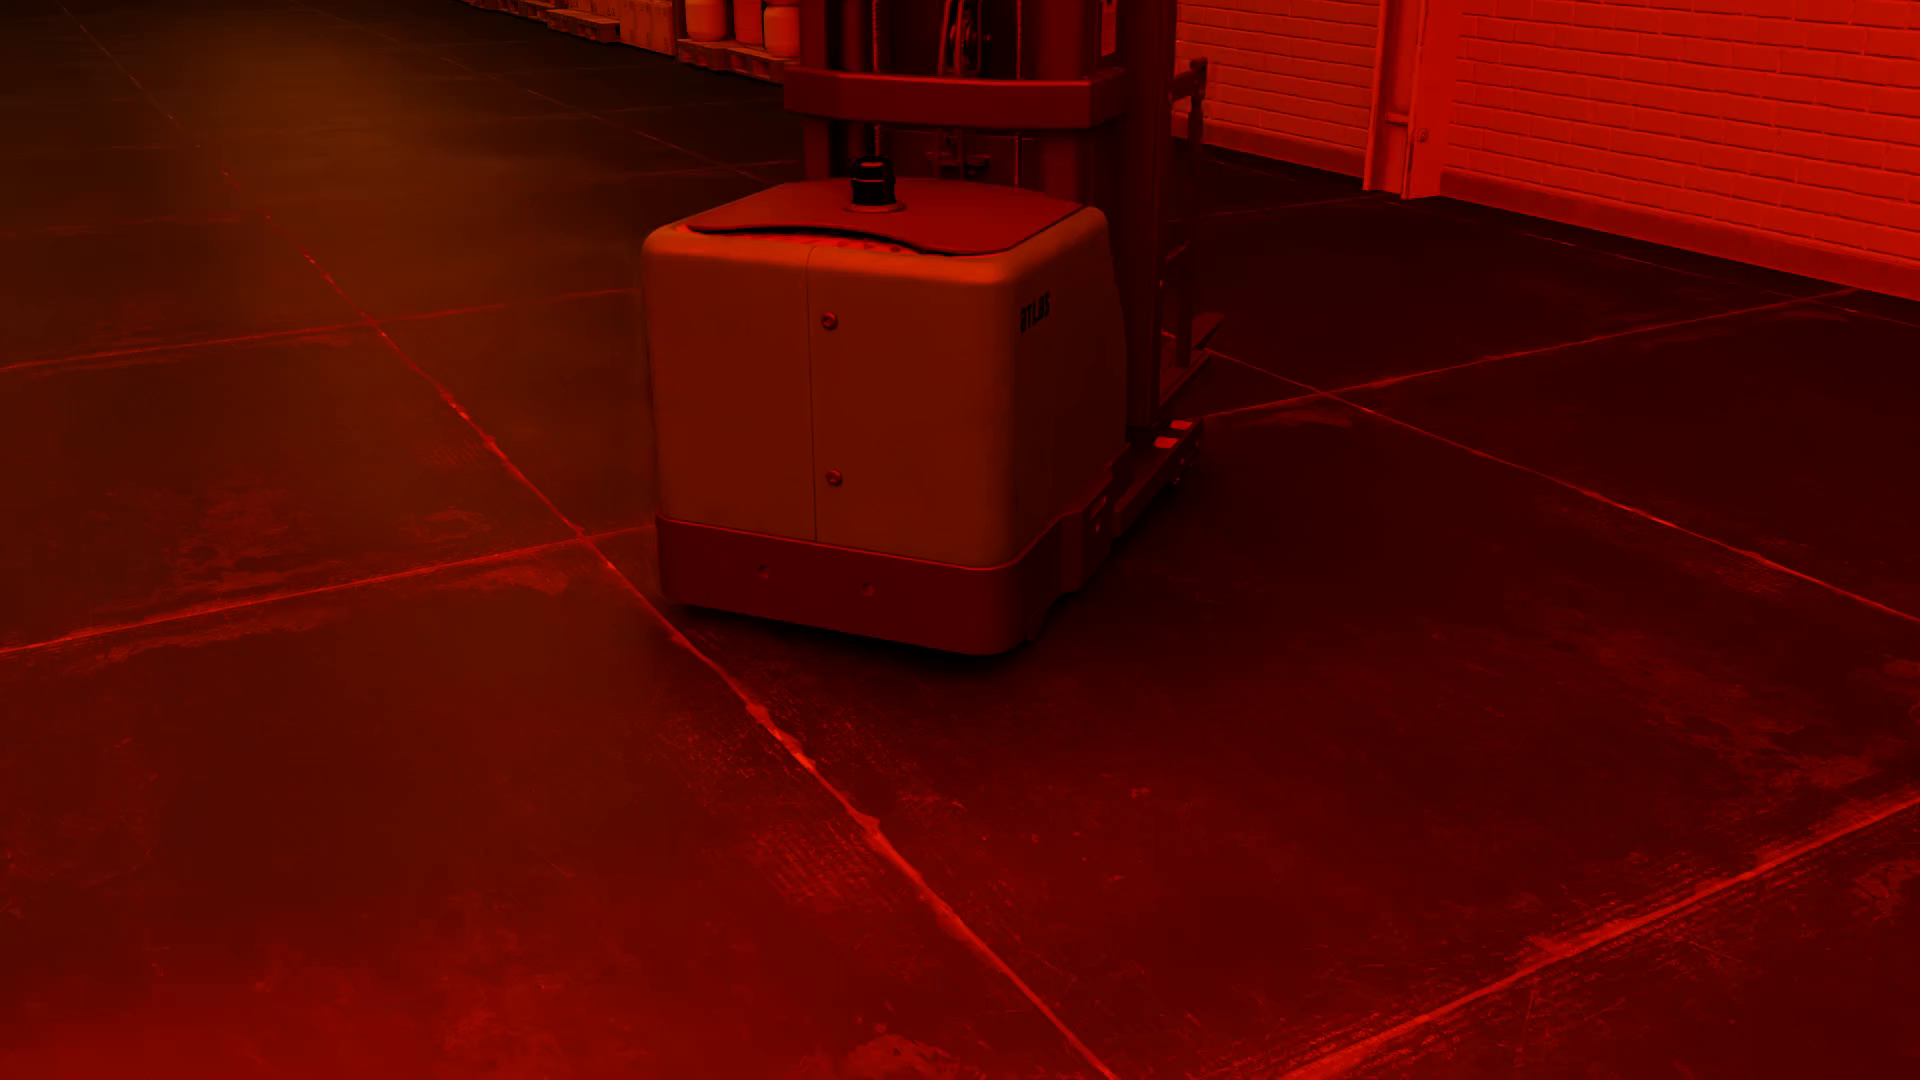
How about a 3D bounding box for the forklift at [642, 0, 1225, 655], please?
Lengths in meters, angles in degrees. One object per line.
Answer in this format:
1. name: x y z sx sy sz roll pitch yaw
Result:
1. forklift: 0.196 -1.590 5.148 1.130 2.935 3.031 9 24 20
